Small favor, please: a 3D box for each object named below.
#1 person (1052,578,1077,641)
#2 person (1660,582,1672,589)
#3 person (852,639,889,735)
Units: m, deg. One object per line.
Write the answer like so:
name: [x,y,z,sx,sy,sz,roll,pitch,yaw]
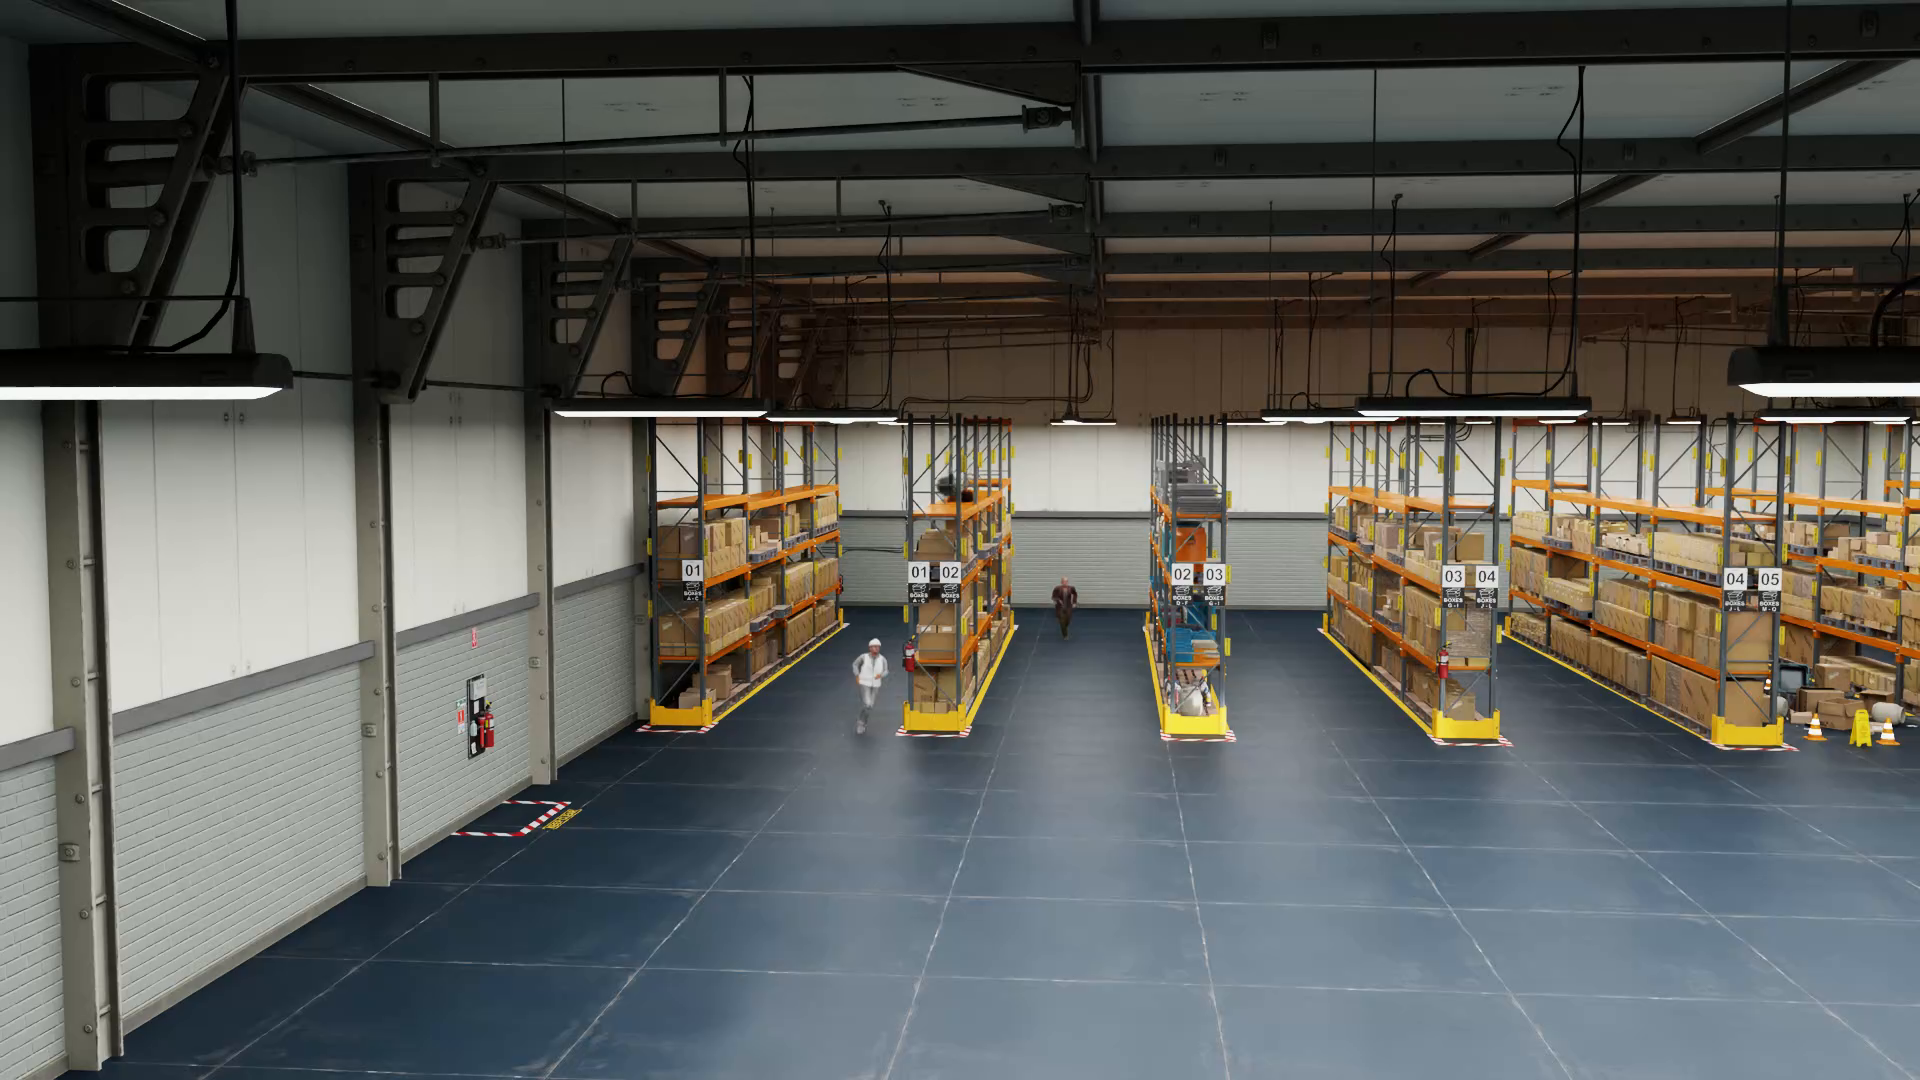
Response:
person: [2.823,1.857,44.852,0.694,1.714,0.790,0,4,1]
person: [20.061,1.695,47.130,0.721,1.740,0.720,1,4,18]
person: [-1.681,2.753,31.309,0.657,1.790,0.664,-2,4,-23]
